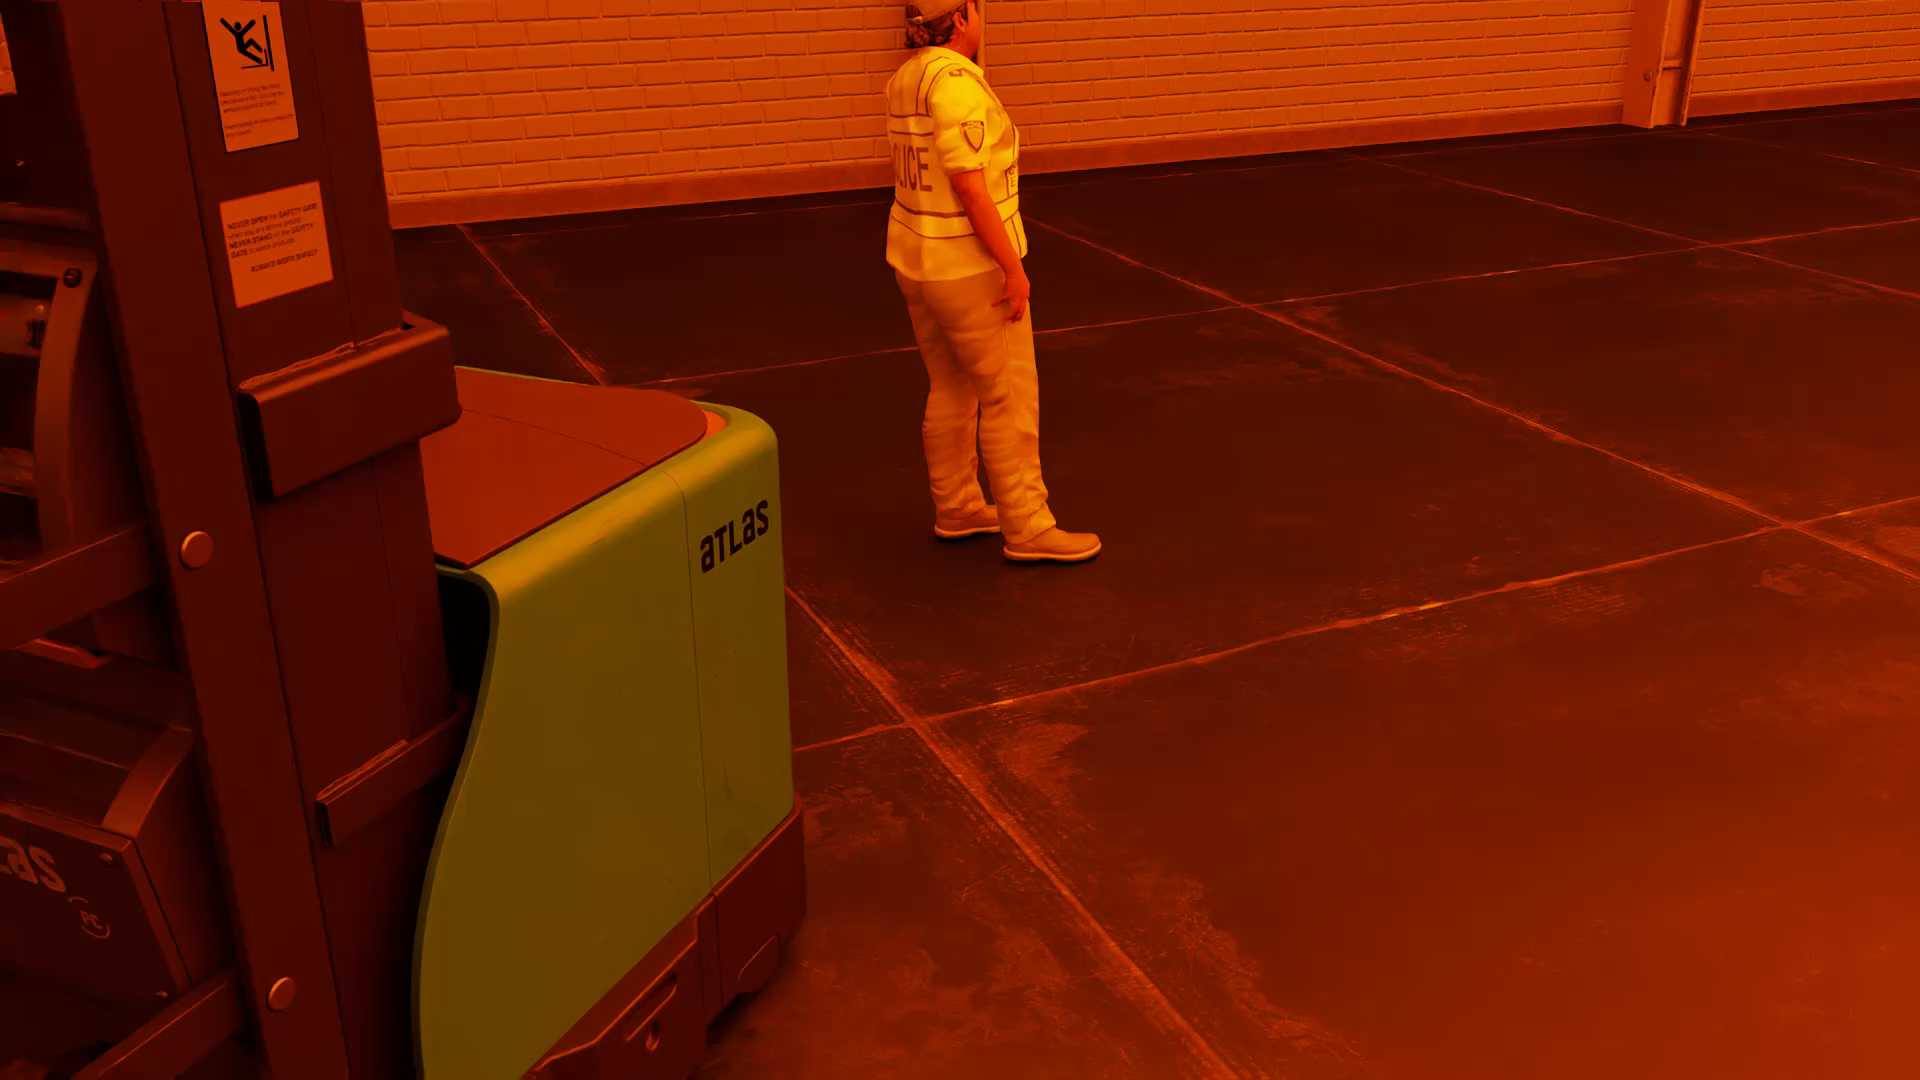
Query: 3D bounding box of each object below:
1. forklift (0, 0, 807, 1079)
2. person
[{"bbox_3d":[-1.365,-0.146,1.637,1.130,2.935,3.031,10,25,22],"label":"forklift"},{"bbox_3d":[0.079,-0.781,4.795,0.529,1.670,0.599,-10,25,-23],"label":"person"}]
